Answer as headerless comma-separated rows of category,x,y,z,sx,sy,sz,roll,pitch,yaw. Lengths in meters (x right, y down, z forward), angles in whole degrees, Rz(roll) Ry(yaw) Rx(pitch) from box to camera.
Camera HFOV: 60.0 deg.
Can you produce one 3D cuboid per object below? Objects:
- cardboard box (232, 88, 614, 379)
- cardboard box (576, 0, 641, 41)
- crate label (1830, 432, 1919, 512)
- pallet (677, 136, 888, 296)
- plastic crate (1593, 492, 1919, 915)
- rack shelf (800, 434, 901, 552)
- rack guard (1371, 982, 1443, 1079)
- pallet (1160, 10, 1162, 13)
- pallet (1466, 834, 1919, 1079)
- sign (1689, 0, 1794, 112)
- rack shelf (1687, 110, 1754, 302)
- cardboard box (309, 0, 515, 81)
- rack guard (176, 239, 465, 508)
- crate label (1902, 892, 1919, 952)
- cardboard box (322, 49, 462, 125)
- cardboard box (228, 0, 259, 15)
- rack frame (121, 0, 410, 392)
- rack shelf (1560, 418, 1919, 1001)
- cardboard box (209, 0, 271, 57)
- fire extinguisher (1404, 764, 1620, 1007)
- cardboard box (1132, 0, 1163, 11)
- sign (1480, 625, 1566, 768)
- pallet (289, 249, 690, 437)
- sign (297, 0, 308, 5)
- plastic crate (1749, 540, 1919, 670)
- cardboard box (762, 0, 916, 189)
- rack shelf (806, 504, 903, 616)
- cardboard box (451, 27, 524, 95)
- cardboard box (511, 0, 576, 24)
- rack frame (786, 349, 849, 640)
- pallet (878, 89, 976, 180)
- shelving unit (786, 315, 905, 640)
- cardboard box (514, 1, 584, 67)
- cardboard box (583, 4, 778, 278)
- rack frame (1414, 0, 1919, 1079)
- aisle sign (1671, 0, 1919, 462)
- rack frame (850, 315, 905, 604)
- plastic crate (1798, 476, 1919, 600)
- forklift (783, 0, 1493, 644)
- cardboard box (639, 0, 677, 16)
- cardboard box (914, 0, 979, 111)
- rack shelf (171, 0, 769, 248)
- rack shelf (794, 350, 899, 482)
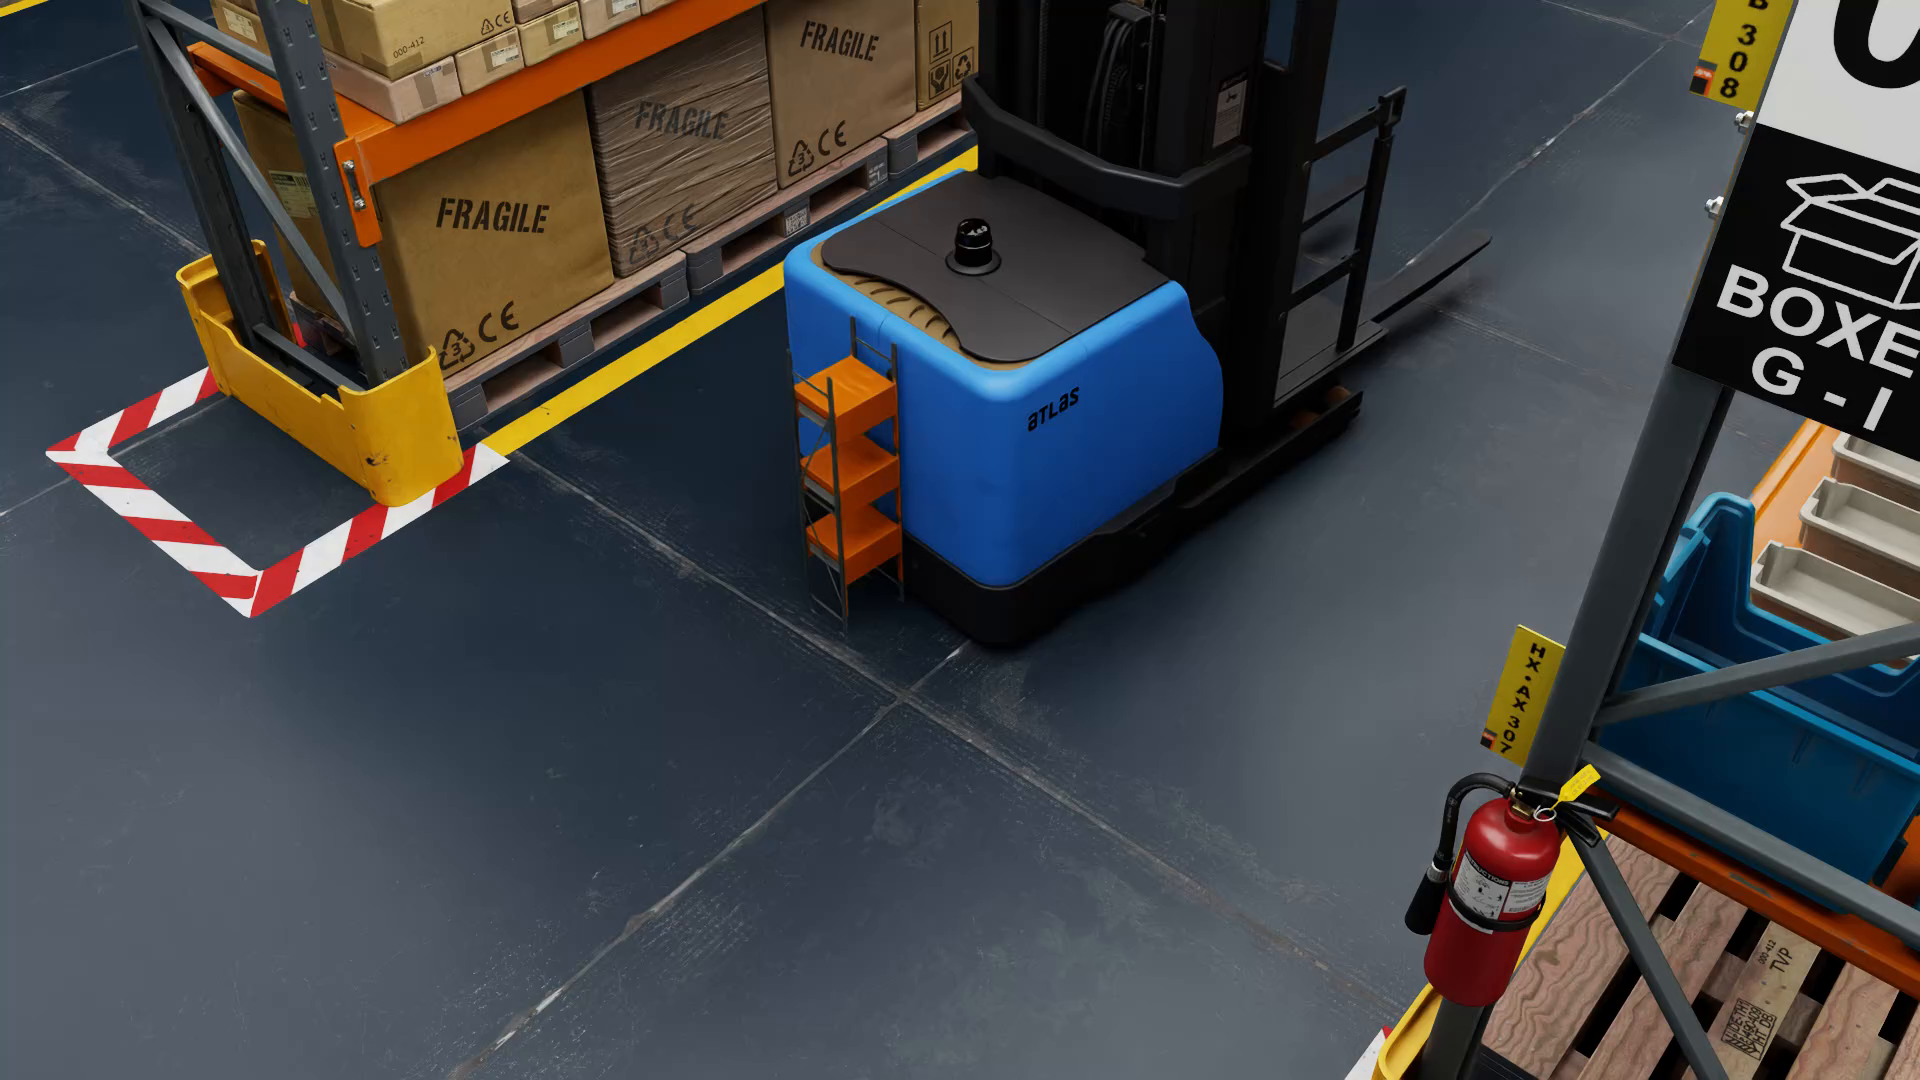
cardboard box,-1.967,-1.294,6.210,0.875,0.875,0.875,29,50,28
cardboard box,-1.341,-1.907,5.804,0.380,0.149,0.250,29,50,28
crate label,2.218,-0.136,3.821,0.396,0.136,0.243,29,50,28
pallet,-1.078,-1.599,7.352,1.003,0.211,1.213,29,50,28
plastic crate,1.546,0.296,3.124,0.616,0.435,0.499,29,50,28
rack shelf,-0.343,-0.162,5.164,0.240,0.259,0.215,-33,51,-31
rack guard,1.468,1.527,3.699,1.175,0.500,0.348,29,50,28
pallet,0.696,-3.018,8.912,1.003,0.211,1.213,29,50,28
pallet,2.034,1.208,4.265,1.003,0.211,1.213,29,50,28
sign,1.042,-0.717,2.157,0.100,0.325,0.005,29,50,28
rack shelf,2.760,-1.289,3.243,1.077,0.370,4.000,29,50,28
cardboard box,-1.802,-1.745,5.330,0.500,0.250,0.500,28,49,27
rack guard,-2.333,-0.623,6.064,1.175,0.500,0.348,29,50,28
crate label,1.884,0.639,2.897,0.416,0.233,0.303,29,50,28
cardboard box,-1.837,-1.507,5.365,0.380,0.149,0.250,30,50,29
cardboard box,-2.209,-1.979,5.587,0.500,0.250,0.500,29,50,28
rack frame,-2.318,-1.560,5.236,1.000,3.000,0.127,29,50,28
rack shelf,2.760,-0.180,4.252,1.077,0.370,4.000,29,50,28
cardboard box,-2.340,-1.793,5.679,0.380,0.149,0.250,30,50,29
fire extinguisher,1.028,0.632,3.160,0.296,0.674,0.183,29,50,28
cardboard box,0.653,-3.327,8.447,1.225,0.875,0.875,30,50,29
sign,1.042,0.294,3.076,0.100,0.325,0.005,29,50,28
pallet,-1.863,-0.974,6.664,1.003,0.211,1.213,29,50,28
sign,-1.897,-1.667,4.651,0.100,0.325,0.005,29,50,28
plastic crate,1.860,0.161,3.494,0.396,0.136,0.243,29,50,28
cardboard box,-0.809,-2.221,7.230,0.875,0.875,0.875,29,50,28
rack shelf,-0.343,0.043,5.351,0.240,0.259,0.215,-33,51,-31
cardboard box,-1.673,-1.640,5.511,0.380,0.149,0.250,29,50,28
cardboard box,-1.473,-2.016,5.627,0.500,0.250,0.500,29,50,28
rack frame,-0.432,-0.113,5.094,0.008,1.050,0.200,-33,51,-31
pallet,-0.293,-2.231,8.046,1.003,0.211,1.213,29,50,28
shelving unit,-0.343,-0.170,5.157,0.252,1.050,0.215,-33,51,-31
cardboard box,-1.508,-1.772,5.656,0.380,0.149,0.250,28,49,28
cardboard box,-1.381,-1.762,6.726,0.875,0.875,0.875,29,50,28
rack frame,1.471,0.583,2.879,0.949,2.616,0.053,29,50,28
aisle sign,1.203,-0.467,2.102,0.394,0.787,0.004,29,50,28
rack frame,-0.255,-0.227,5.219,0.008,1.050,0.200,-33,51,-31
plastic crate,2.057,0.018,3.652,0.396,0.136,0.243,29,50,28
forklift,0.850,-1.628,5.361,3.031,2.935,1.130,-33,51,-31
cardboard box,-1.177,-2.037,5.948,0.380,0.149,0.250,29,49,28
cardboard box,-0.229,-2.684,7.739,0.875,0.875,0.875,29,50,28
rack shelf,-1.030,-2.324,6.611,1.077,0.370,4.000,29,50,28
rack shelf,-0.343,-0.372,4.973,0.240,0.259,0.215,-33,51,-31
